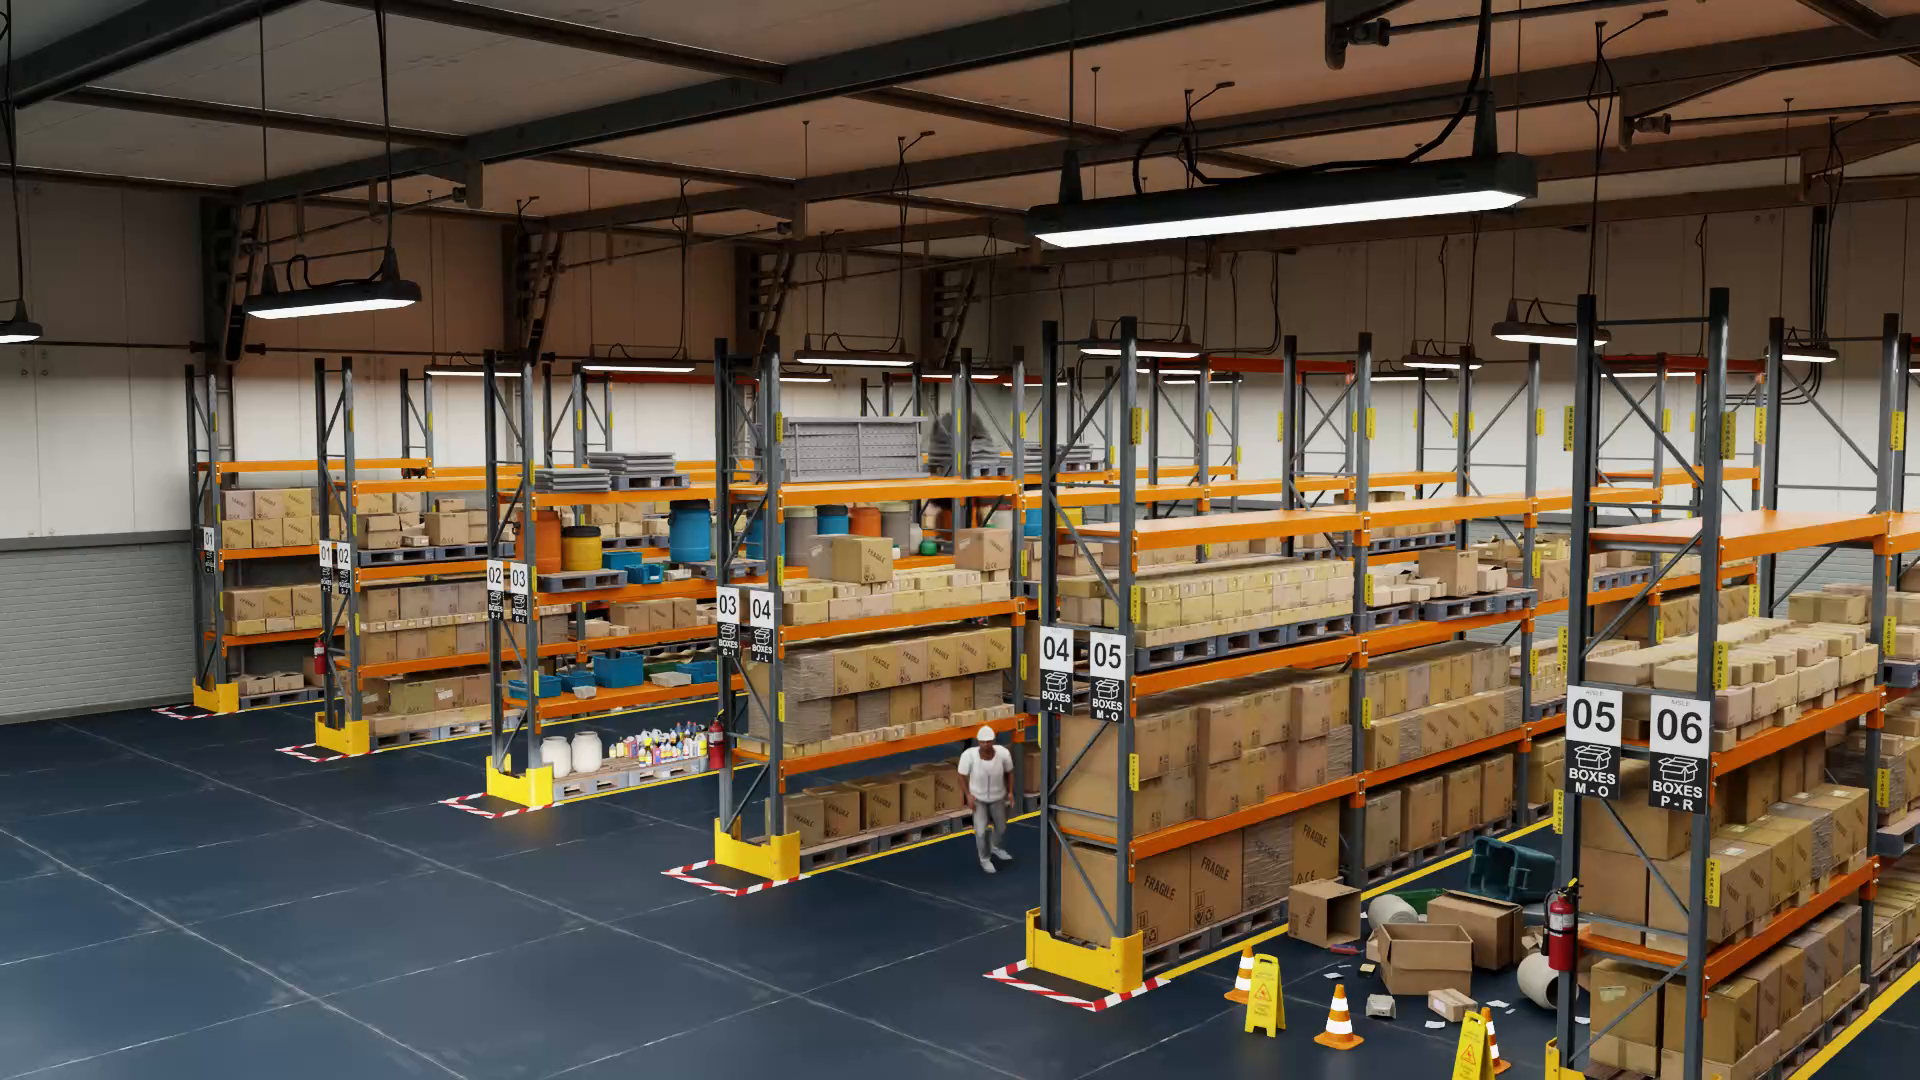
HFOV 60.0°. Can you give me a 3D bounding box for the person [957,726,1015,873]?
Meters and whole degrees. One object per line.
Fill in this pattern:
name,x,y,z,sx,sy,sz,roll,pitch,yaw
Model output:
person,0.289,2.893,18.737,0.667,1.694,0.829,-1,4,-8
